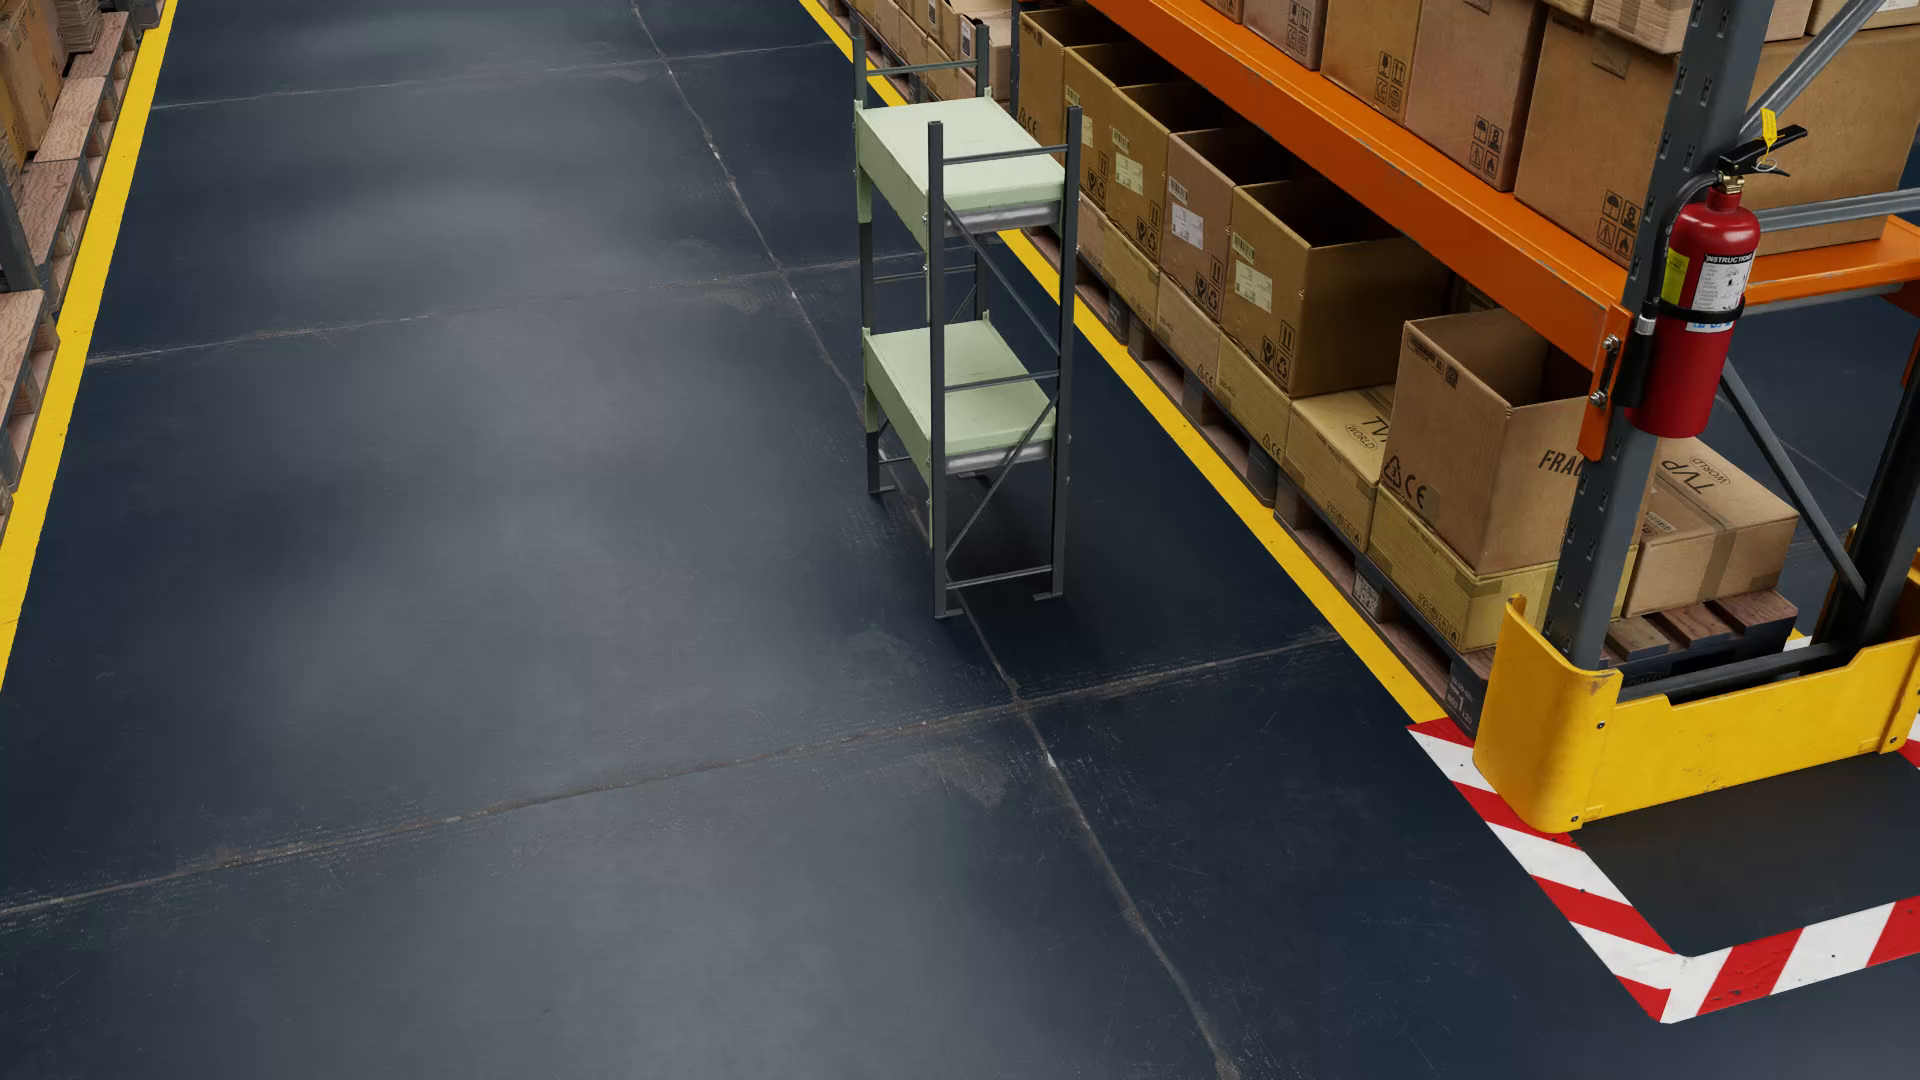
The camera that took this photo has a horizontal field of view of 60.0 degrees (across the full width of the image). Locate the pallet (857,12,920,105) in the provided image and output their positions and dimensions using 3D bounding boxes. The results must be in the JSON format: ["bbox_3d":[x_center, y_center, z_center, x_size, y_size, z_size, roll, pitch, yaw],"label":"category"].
[{"bbox_3d":[0.073,-2.670,9.100,1.003,0.211,1.213,-10,35,-15],"label":"pallet"}]

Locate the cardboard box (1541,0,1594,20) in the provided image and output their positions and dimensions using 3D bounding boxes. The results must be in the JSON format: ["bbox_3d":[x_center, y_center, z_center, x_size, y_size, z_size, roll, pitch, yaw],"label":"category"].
[{"bbox_3d":[1.552,-1.330,3.863,0.380,0.149,0.250,-9,35,-14],"label":"cardboard box"}]

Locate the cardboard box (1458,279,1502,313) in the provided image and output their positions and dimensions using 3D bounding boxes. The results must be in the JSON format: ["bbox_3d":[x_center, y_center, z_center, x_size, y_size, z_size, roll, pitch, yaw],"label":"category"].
[{"bbox_3d":[1.825,-0.634,4.921,0.500,0.500,0.500,-10,35,-15],"label":"cardboard box"}]

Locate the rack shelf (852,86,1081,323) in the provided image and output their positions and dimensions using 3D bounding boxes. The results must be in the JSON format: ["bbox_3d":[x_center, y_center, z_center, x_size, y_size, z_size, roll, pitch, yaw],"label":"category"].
[{"bbox_3d":[0.002,-0.948,4.616,0.431,0.370,0.720,-10,35,-15],"label":"rack shelf"}]

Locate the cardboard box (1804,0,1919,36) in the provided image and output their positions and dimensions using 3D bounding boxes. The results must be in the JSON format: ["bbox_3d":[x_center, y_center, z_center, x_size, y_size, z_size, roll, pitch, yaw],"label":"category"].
[{"bbox_3d":[2.016,-1.266,3.767,0.380,0.149,0.250,-10,35,-15],"label":"cardboard box"}]

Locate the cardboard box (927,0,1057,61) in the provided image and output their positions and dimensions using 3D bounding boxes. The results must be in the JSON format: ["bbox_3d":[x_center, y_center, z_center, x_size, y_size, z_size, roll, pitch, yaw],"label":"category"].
[{"bbox_3d":[0.150,-2.510,7.933,0.500,0.311,0.500,-9,35,-13],"label":"cardboard box"}]

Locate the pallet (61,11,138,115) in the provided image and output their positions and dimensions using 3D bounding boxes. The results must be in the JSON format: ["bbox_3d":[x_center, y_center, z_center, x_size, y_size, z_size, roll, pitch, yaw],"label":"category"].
[{"bbox_3d":[-4.989,-2.503,8.847,1.003,0.211,1.213,-10,35,-15],"label":"pallet"}]

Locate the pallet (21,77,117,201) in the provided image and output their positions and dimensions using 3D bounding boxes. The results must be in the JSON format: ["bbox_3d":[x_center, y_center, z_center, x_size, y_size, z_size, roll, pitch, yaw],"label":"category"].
[{"bbox_3d":[-4.620,-1.864,7.879,1.003,0.211,1.213,-10,35,-15],"label":"pallet"}]

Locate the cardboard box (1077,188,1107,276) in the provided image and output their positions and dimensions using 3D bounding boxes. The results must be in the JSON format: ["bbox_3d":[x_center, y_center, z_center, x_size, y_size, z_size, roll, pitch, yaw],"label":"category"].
[{"bbox_3d":[0.711,-1.282,6.583,0.500,0.250,0.500,-10,35,-15],"label":"cardboard box"}]

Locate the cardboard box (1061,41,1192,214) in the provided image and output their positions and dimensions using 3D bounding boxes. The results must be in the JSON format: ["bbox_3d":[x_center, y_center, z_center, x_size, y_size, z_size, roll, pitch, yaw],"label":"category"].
[{"bbox_3d":[0.714,-1.595,6.377,0.500,0.500,0.500,-10,35,-15],"label":"cardboard box"}]

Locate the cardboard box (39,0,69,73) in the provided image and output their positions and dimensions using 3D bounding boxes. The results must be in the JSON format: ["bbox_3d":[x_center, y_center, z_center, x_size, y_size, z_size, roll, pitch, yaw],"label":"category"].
[{"bbox_3d":[-4.910,-2.558,8.269,0.700,0.500,0.500,-10,35,-15],"label":"cardboard box"}]

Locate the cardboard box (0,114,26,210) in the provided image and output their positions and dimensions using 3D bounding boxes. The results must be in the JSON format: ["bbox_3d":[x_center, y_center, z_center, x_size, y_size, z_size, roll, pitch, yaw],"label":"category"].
[{"bbox_3d":[-4.246,-1.501,6.669,0.700,0.500,0.500,-9,34,-13],"label":"cardboard box"}]

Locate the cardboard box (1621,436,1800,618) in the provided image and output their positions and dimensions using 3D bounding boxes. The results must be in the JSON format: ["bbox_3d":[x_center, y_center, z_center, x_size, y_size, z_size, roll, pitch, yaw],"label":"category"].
[{"bbox_3d":[1.979,-0.059,4.731,0.500,0.250,0.500,-10,35,-15],"label":"cardboard box"}]

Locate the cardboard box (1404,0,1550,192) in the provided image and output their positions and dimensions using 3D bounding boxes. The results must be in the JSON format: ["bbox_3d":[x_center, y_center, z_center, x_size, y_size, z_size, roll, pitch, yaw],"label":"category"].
[{"bbox_3d":[1.636,-1.276,4.369,0.700,0.500,0.500,-9,35,-13],"label":"cardboard box"}]

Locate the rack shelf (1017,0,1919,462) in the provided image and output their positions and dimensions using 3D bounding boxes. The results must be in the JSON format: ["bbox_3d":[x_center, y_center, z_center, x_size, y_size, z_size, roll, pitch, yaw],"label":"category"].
[{"bbox_3d":[1.321,-1.462,5.394,1.077,0.370,4.000,-10,35,-15],"label":"rack shelf"}]

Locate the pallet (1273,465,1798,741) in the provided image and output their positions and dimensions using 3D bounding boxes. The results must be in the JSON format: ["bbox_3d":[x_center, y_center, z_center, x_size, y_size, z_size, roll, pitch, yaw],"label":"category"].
[{"bbox_3d":[1.658,0.057,4.972,1.003,0.211,1.213,-10,35,-15],"label":"pallet"}]

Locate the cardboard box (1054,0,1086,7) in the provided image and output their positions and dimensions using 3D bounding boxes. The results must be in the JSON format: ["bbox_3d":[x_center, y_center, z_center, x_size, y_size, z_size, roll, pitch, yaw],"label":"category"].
[{"bbox_3d":[0.674,-2.596,8.063,0.500,0.311,0.500,-10,35,-15],"label":"cardboard box"}]

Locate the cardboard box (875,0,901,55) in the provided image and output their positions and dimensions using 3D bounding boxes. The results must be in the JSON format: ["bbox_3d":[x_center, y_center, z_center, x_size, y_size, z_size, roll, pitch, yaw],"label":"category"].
[{"bbox_3d":[-0.155,-2.811,8.896,0.500,0.250,0.500,-9,35,-14],"label":"cardboard box"}]

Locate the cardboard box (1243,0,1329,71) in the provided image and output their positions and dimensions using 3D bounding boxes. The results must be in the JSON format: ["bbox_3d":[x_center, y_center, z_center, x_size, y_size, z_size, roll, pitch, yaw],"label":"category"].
[{"bbox_3d":[1.326,-1.813,5.182,0.700,0.500,0.500,-9,35,-13],"label":"cardboard box"}]

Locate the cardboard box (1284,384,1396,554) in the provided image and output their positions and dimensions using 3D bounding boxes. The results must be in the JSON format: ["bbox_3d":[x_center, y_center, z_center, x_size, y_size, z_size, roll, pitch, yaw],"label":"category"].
[{"bbox_3d":[1.322,-0.232,4.994,0.500,0.250,0.500,-10,35,-15],"label":"cardboard box"}]

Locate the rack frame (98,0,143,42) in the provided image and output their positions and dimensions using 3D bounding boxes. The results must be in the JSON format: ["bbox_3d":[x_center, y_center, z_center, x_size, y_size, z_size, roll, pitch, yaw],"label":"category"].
[{"bbox_3d":[-5.226,-4.077,8.699,1.000,3.000,0.127,-10,35,-15],"label":"rack frame"}]

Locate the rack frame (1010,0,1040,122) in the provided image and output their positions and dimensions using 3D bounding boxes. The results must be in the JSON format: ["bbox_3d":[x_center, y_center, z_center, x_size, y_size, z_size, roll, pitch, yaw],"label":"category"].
[{"bbox_3d":[0.711,-2.812,6.785,1.000,3.000,0.127,-10,35,-15],"label":"rack frame"}]

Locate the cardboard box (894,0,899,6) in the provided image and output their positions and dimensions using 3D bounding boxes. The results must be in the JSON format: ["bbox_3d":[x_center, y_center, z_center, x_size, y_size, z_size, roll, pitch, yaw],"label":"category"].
[{"bbox_3d":[-0.150,-3.037,8.730,0.500,0.311,0.500,-10,35,-15],"label":"cardboard box"}]

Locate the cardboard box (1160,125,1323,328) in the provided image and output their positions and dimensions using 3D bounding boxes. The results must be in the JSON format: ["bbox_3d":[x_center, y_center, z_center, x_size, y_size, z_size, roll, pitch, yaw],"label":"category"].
[{"bbox_3d":[1.014,-1.069,5.581,0.500,0.500,0.500,-10,35,-15],"label":"cardboard box"}]

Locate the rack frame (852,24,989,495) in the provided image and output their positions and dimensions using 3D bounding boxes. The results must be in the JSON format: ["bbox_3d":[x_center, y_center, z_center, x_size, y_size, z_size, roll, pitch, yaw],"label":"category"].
[{"bbox_3d":[-0.110,-0.814,5.122,0.400,1.500,0.023,-10,35,-15],"label":"rack frame"}]

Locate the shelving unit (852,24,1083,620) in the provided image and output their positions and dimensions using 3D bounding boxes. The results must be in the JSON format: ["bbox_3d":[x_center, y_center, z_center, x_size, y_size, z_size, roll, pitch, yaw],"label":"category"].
[{"bbox_3d":[0.002,-0.622,4.831,0.431,1.500,0.755,-10,35,-15],"label":"shelving unit"}]

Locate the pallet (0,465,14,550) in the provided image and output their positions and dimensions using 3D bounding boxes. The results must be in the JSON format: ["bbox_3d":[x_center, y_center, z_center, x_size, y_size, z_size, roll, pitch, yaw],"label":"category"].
[{"bbox_3d":[-3.391,0.175,4.794,1.003,0.211,1.213,-10,35,-15],"label":"pallet"}]

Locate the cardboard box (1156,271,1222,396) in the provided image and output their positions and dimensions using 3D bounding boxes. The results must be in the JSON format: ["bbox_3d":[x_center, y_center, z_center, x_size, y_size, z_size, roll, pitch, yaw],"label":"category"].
[{"bbox_3d":[1.017,-0.757,5.788,0.500,0.250,0.500,-10,35,-15],"label":"cardboard box"}]

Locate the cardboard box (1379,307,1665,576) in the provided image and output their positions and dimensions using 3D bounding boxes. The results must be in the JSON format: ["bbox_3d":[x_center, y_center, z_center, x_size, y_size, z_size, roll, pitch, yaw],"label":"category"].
[{"bbox_3d":[1.484,-0.284,4.392,0.500,0.500,0.500,-10,35,-15],"label":"cardboard box"}]

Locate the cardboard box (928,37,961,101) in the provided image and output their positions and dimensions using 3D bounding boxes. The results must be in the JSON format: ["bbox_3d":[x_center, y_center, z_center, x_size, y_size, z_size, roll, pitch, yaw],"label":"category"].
[{"bbox_3d":[0.156,-2.275,8.085,0.500,0.250,0.500,-11,35,-15],"label":"cardboard box"}]

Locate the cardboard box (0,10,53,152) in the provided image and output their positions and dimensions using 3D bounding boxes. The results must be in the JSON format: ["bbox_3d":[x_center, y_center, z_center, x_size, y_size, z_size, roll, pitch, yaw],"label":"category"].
[{"bbox_3d":[-4.568,-2.039,7.483,0.700,0.500,0.500,-10,35,-14],"label":"cardboard box"}]

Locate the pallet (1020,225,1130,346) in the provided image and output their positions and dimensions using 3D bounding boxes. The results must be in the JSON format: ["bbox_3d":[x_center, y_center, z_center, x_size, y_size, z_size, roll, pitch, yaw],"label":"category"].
[{"bbox_3d":[0.914,-1.224,6.911,1.003,0.211,1.213,-10,35,-15],"label":"pallet"}]
